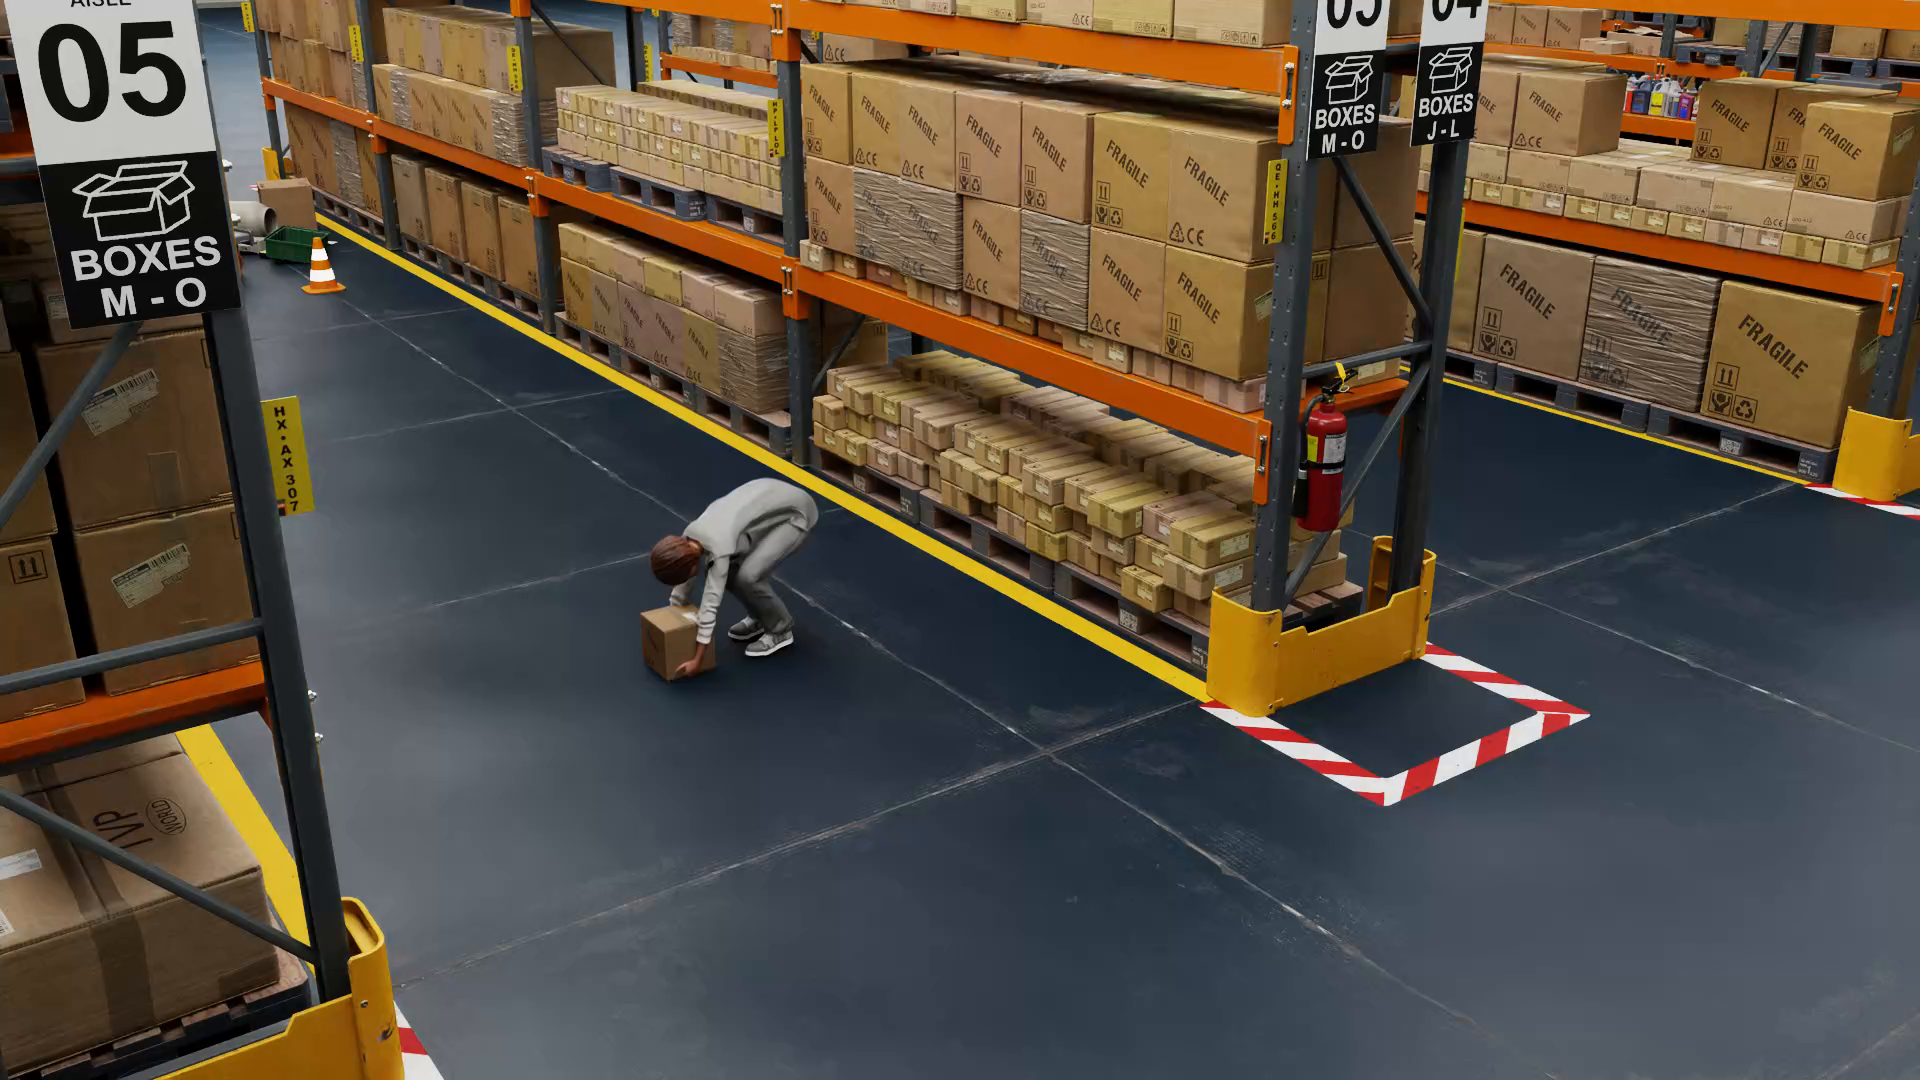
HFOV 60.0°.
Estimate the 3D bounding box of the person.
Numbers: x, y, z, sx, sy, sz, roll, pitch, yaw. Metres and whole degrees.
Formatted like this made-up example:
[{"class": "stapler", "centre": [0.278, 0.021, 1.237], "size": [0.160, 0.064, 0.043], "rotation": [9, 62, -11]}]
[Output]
[{"class": "person", "centre": [-1.050, 0.153, 7.797], "size": [0.861, 0.816, 0.424], "rotation": [-16, 27, -35]}]
